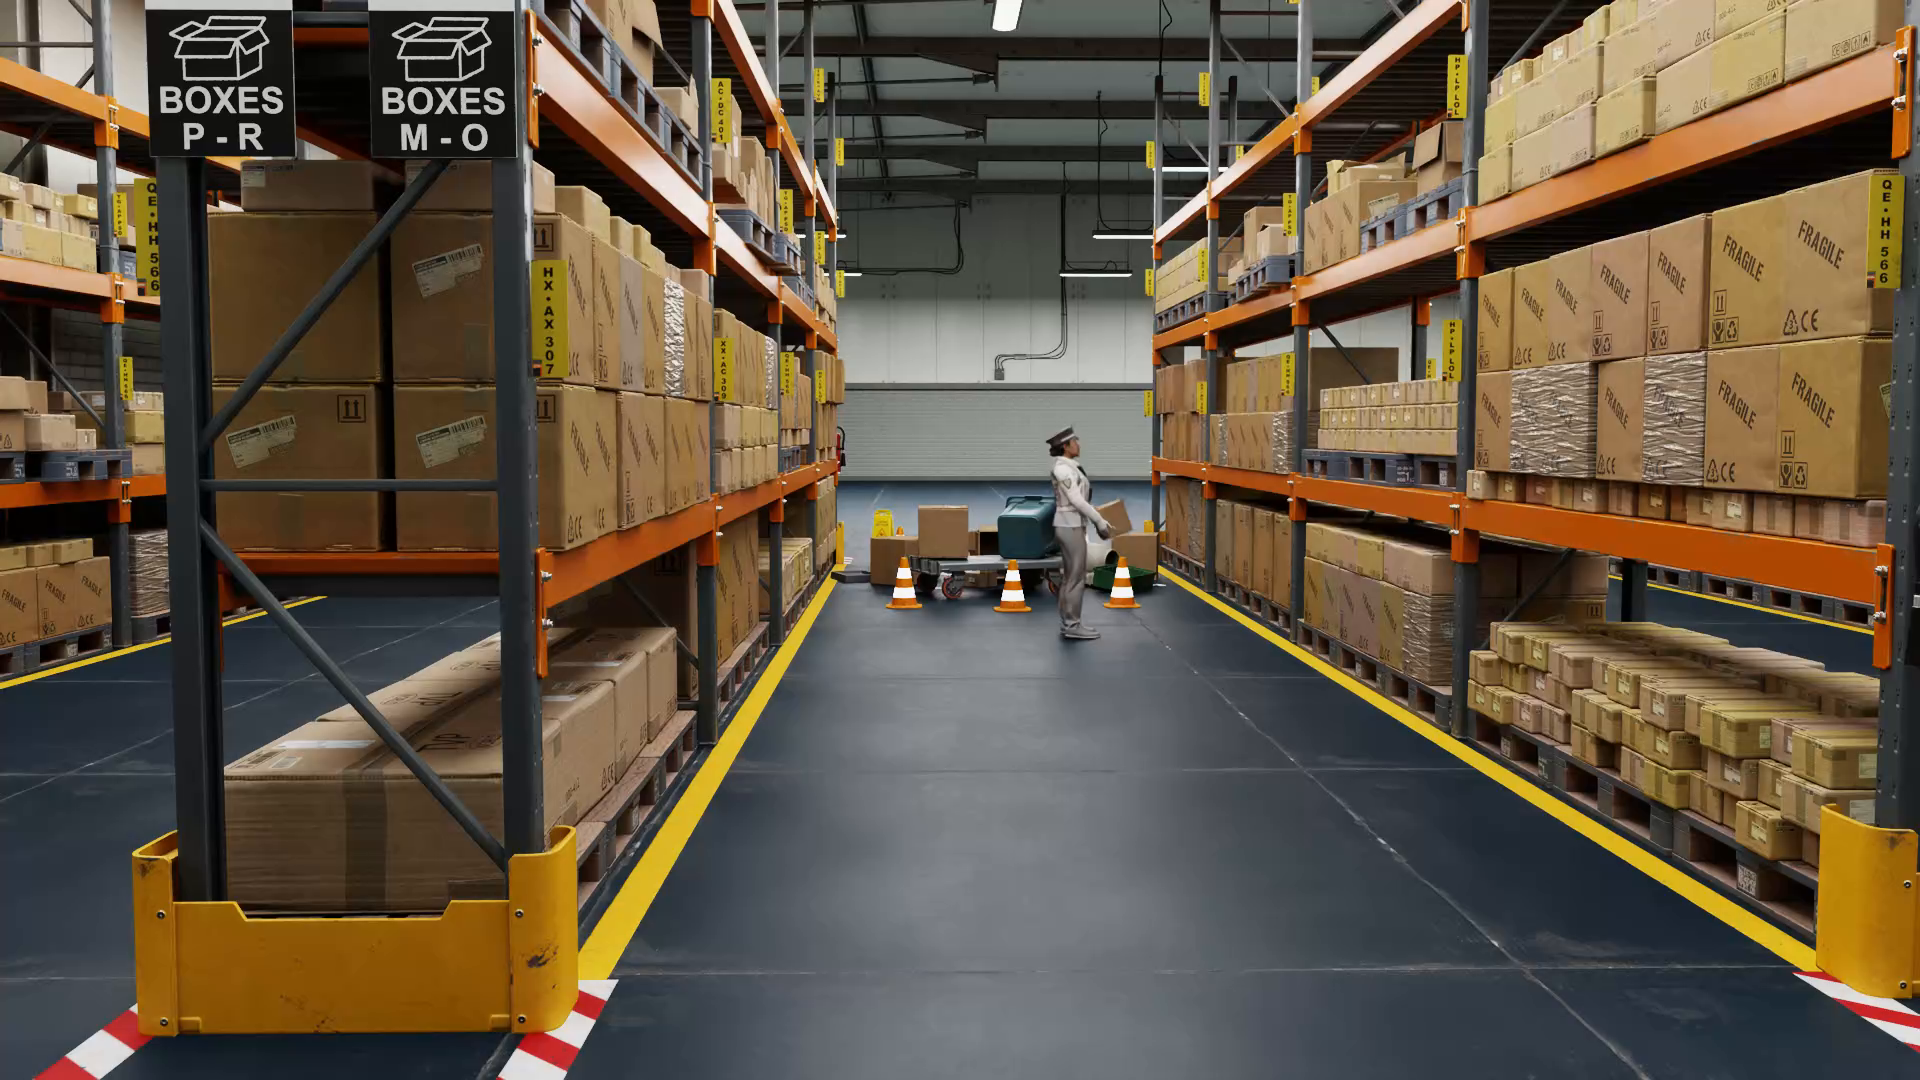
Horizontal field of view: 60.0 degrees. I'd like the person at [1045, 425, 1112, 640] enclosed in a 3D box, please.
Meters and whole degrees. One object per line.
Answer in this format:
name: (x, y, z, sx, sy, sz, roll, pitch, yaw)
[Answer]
person: (0.952, -0.072, 13.281, 0.543, 1.700, 0.471, 1, 4, 8)
